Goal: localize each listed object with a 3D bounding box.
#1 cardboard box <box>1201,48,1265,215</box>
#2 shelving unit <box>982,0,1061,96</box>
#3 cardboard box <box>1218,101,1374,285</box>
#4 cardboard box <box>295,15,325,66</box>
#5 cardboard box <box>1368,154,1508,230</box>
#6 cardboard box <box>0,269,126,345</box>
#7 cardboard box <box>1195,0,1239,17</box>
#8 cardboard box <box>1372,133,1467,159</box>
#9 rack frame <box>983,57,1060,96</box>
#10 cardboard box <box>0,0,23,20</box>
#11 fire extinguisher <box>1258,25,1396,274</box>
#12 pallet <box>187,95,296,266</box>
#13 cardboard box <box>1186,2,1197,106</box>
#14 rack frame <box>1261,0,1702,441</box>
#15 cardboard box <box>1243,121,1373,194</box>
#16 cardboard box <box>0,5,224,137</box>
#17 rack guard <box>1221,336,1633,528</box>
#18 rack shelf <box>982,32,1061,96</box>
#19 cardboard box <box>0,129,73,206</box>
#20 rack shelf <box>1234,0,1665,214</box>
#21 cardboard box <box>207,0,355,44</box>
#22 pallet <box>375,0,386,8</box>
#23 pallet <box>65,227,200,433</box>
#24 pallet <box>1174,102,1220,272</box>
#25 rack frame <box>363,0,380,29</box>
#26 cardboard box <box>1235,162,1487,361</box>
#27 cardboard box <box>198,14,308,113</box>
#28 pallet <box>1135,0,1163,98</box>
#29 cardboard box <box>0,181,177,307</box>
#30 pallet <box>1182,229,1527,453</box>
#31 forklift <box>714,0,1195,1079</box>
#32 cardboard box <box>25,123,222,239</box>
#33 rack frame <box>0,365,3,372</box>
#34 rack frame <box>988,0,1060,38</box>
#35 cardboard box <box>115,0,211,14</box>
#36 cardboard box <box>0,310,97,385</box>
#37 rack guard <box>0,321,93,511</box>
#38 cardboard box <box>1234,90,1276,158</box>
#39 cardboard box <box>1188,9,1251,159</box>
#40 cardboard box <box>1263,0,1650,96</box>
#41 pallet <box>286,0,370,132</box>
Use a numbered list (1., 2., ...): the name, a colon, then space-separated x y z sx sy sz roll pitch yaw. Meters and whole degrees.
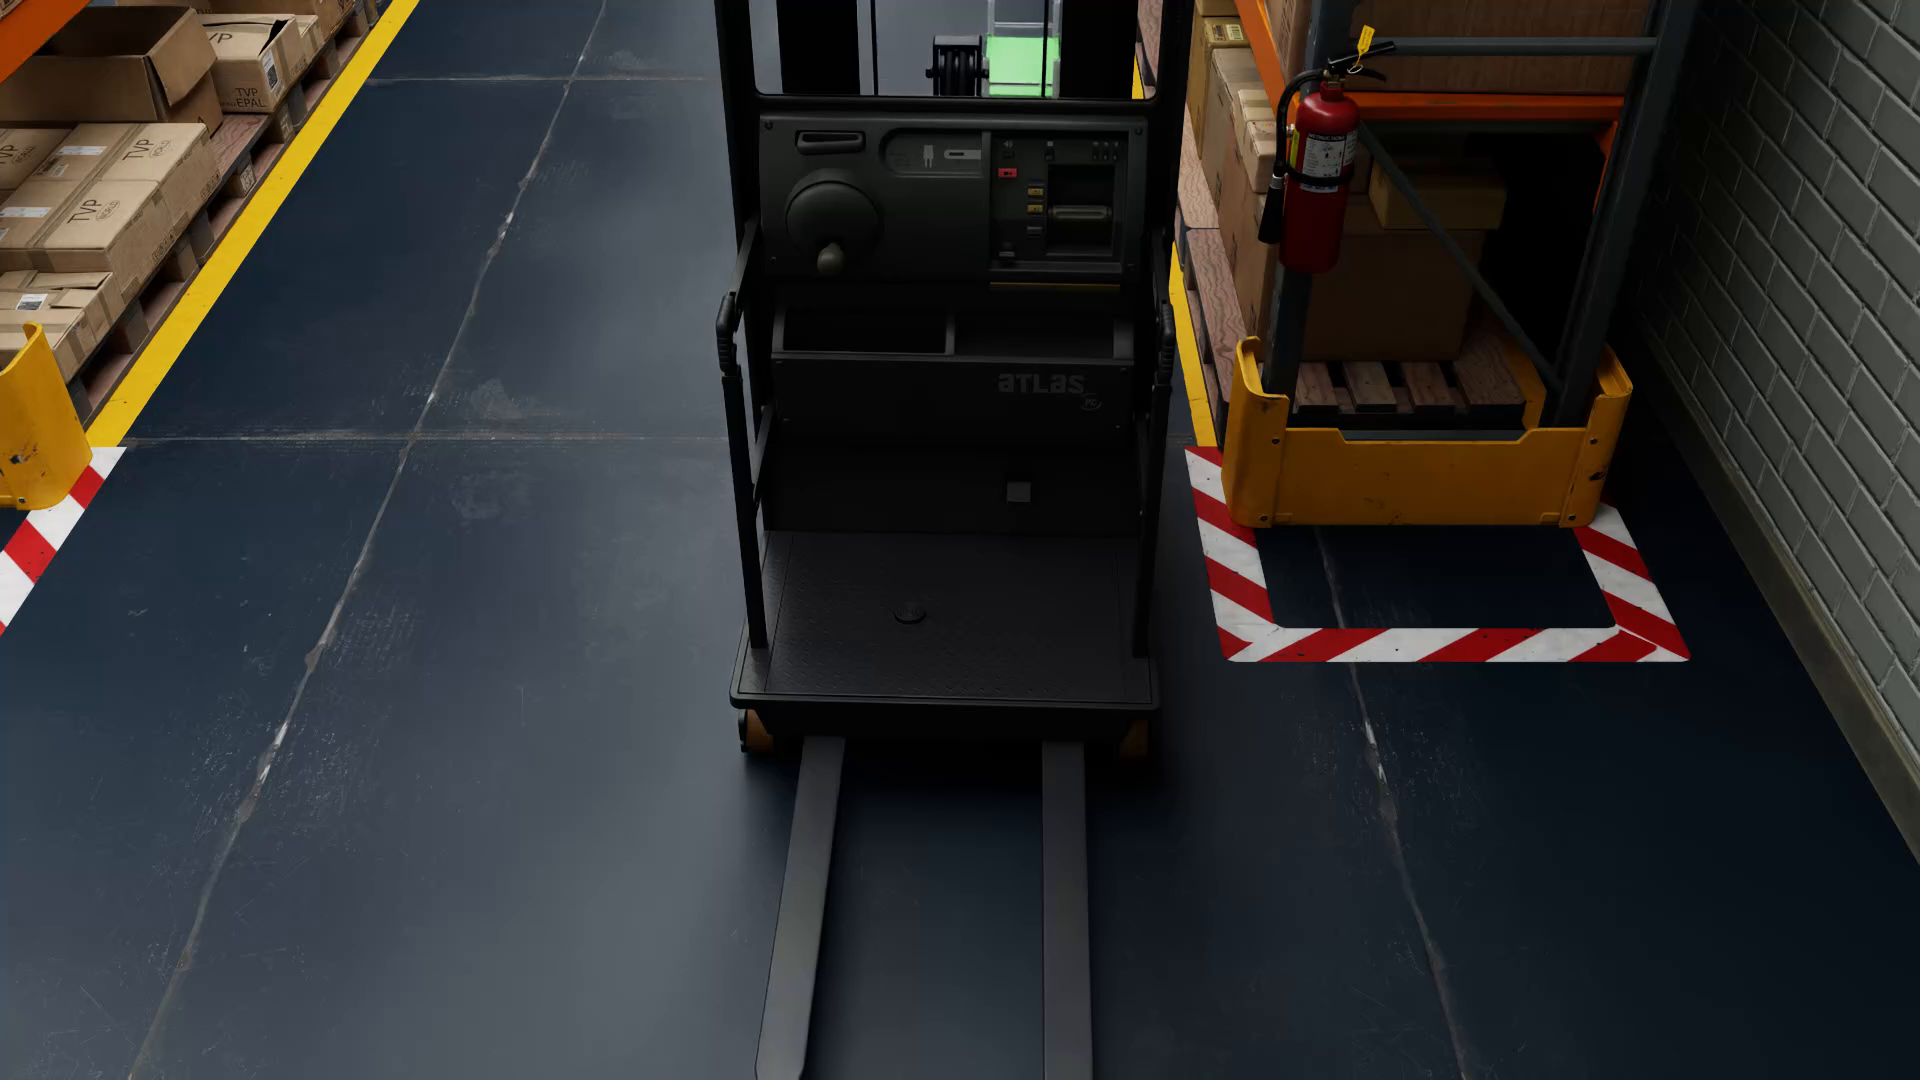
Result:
1. cardboard box: 1.348 -1.586 6.493 0.700 0.500 0.500 -1 39 -2
2. shelving unit: 0.204 -1.194 5.781 0.258 1.200 0.503 2 39 2
3. cardboard box: 1.350 -1.271 6.101 0.700 0.500 0.500 0 39 0
4. cardboard box: -3.162 -2.296 7.645 0.380 0.149 0.250 0 39 0
5. cardboard box: 1.550 -1.133 5.410 0.380 0.149 0.250 0 39 0
6. cardboard box: -3.160 -0.811 5.777 0.380 0.166 0.250 0 39 0
7. cardboard box: 1.163 -2.267 6.824 0.380 0.149 0.250 -1 39 -1
8. cardboard box: 1.549 -1.450 5.805 0.380 0.149 0.250 0 39 0
9. rack frame: 0.193 -1.042 5.591 0.240 1.200 0.015 2 39 2
10. cardboard box: -3.245 -1.966 5.224 0.500 0.500 0.500 0 39 0
11. fire extinguisher: 0.990 -1.062 4.536 0.296 0.674 0.183 0 39 0
12. pallet: -3.503 -1.545 7.010 1.003 0.211 1.213 0 39 0
13. cardboard box: 1.342 -2.240 7.310 0.700 0.500 0.500 0 39 -1
14. rack frame: 1.451 -1.332 4.514 1.000 3.000 0.127 0 39 0
15. cardboard box: 1.168 -1.292 5.607 0.380 0.149 0.250 0 39 -1
16. cardboard box: -3.500 -1.850 6.805 0.797 0.503 0.637 0 39 0
17. rack guard: 1.451 -0.342 5.277 1.175 0.500 0.348 0 39 0
18. rack shelf: 0.204 -1.519 5.521 0.258 0.148 0.480 2 39 2
19. cardboard box: -3.721 -1.359 6.394 0.500 0.250 0.500 0 39 0
20. rack shelf: 1.449 -2.302 6.299 1.077 0.370 4.000 0 39 0
21. cardboard box: -3.223 -2.668 7.828 0.500 0.500 0.500 0 39 0
22. pallet: -3.546 -3.248 9.135 1.003 0.211 1.213 0 39 0
23. pallet: -3.505 -0.784 6.060 1.003 0.211 1.213 0 39 0
24. pallet: 1.373 -1.505 6.959 1.003 0.211 1.213 0 39 0
25. rack frame: -3.507 -3.828 7.628 1.000 3.000 0.127 0 39 0
26. cardboard box: 1.350 -0.958 5.710 0.700 0.500 0.500 0 39 0
27. cardboard box: -3.222 -2.125 7.301 0.500 0.311 0.500 0 39 0
28. pallet: 1.369 -2.270 7.914 1.003 0.211 1.213 0 39 0
29. cardboard box: -3.220 -1.078 6.043 0.500 0.250 0.500 0 39 0
30. pallet: 1.372 -0.744 6.010 1.003 0.211 1.213 0 39 0
31. forklift: -0.023 -0.752 3.844 1.130 2.935 3.031 1 39 2
32. cardboard box: -3.221 -1.391 6.434 0.500 0.250 0.500 0 39 0
33. rack frame: -3.503 -1.326 4.506 1.000 3.000 0.127 0 39 0
34. rack frame: 0.216 -1.347 5.971 0.240 1.200 0.015 2 39 2
35. cardboard box: -3.723 -2.688 8.003 0.500 0.311 0.500 0 39 0
36. cardboard box: -3.159 -0.648 5.587 0.380 0.149 0.250 0 39 0
37. rack guard: -3.503 -0.398 5.347 1.175 0.500 0.348 0 39 0
38. cardboard box: 1.167 -1.451 5.807 0.380 0.149 0.250 1 39 1
39. cardboard box: 1.340 -1.919 6.909 0.700 0.500 0.500 1 39 1
40. cardboard box: 1.440 -1.768 4.818 0.980 0.700 0.700 2 39 2
41. pallet: -3.507 -2.310 7.964 1.003 0.211 1.213 0 39 0
